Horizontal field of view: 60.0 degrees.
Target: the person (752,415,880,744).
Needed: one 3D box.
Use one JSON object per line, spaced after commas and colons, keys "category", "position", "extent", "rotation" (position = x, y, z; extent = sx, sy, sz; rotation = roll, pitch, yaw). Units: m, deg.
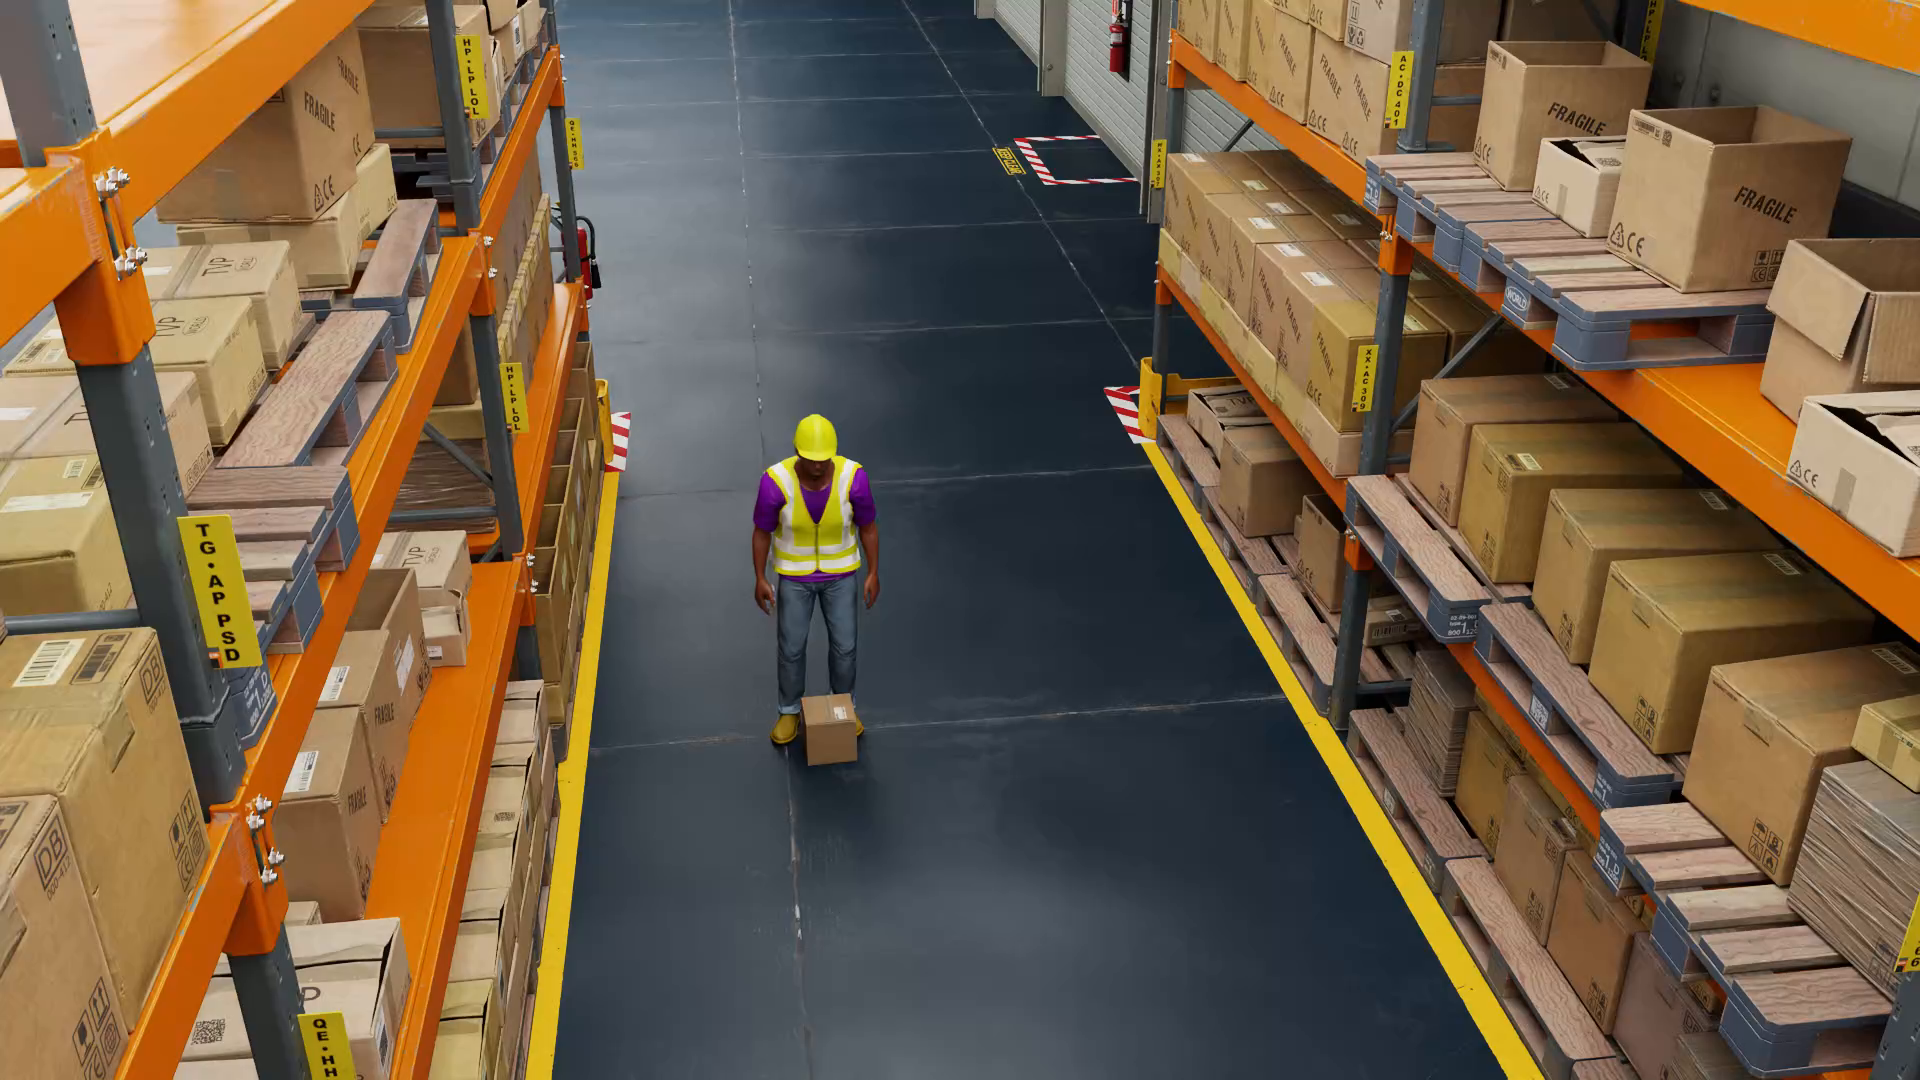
{"category": "person", "position": [-0.708, 0.182, 8.240], "extent": [0.627, 1.761, 0.456], "rotation": [-3, 27, -7]}
